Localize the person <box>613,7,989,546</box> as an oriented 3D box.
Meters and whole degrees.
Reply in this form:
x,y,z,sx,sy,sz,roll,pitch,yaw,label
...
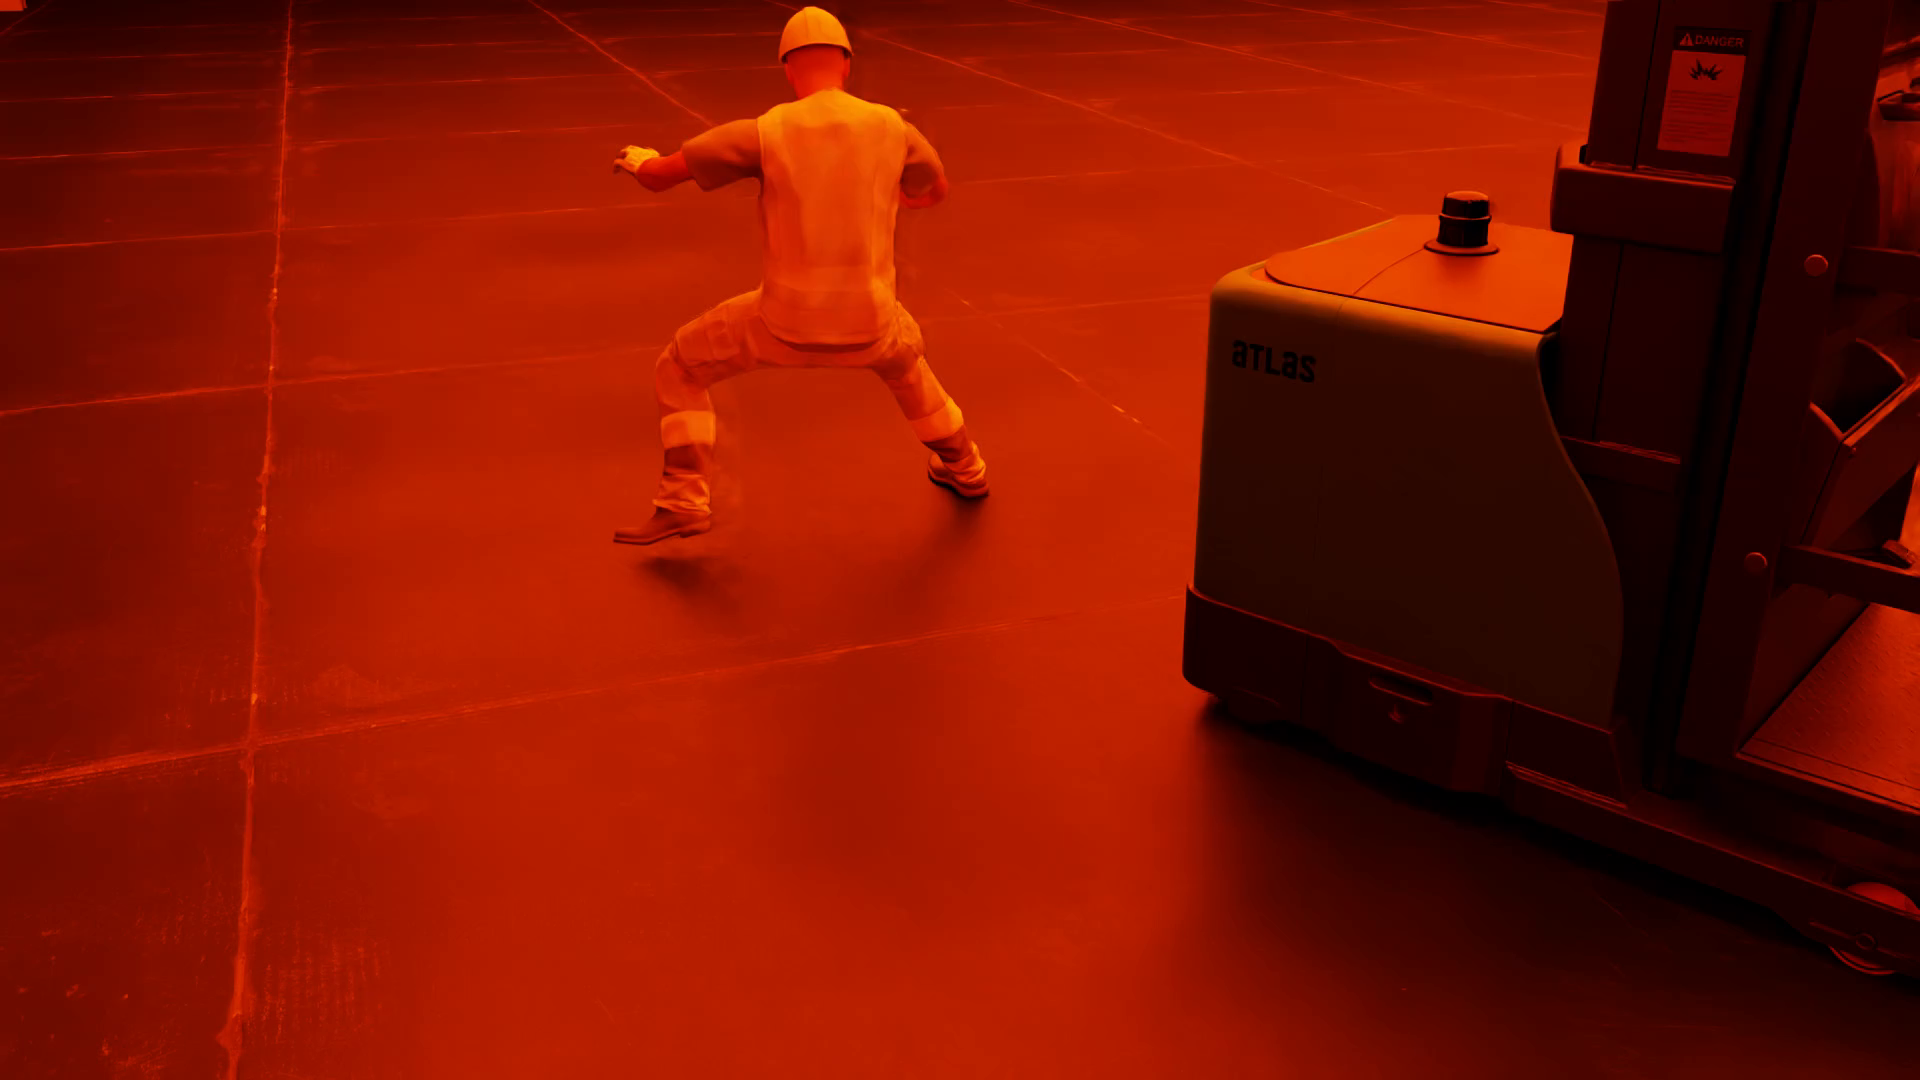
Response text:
x,y,z,sx,sy,sz,roll,pitch,yaw,label
-0.470,-0.766,4.906,1.229,1.548,0.692,-6,24,-15,person

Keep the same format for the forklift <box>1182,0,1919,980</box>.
x,y,z,sx,sy,sz,roll,pitch,yaw,label
1.988,-0.715,2.998,3.031,2.935,1.130,19,29,38,forklift
